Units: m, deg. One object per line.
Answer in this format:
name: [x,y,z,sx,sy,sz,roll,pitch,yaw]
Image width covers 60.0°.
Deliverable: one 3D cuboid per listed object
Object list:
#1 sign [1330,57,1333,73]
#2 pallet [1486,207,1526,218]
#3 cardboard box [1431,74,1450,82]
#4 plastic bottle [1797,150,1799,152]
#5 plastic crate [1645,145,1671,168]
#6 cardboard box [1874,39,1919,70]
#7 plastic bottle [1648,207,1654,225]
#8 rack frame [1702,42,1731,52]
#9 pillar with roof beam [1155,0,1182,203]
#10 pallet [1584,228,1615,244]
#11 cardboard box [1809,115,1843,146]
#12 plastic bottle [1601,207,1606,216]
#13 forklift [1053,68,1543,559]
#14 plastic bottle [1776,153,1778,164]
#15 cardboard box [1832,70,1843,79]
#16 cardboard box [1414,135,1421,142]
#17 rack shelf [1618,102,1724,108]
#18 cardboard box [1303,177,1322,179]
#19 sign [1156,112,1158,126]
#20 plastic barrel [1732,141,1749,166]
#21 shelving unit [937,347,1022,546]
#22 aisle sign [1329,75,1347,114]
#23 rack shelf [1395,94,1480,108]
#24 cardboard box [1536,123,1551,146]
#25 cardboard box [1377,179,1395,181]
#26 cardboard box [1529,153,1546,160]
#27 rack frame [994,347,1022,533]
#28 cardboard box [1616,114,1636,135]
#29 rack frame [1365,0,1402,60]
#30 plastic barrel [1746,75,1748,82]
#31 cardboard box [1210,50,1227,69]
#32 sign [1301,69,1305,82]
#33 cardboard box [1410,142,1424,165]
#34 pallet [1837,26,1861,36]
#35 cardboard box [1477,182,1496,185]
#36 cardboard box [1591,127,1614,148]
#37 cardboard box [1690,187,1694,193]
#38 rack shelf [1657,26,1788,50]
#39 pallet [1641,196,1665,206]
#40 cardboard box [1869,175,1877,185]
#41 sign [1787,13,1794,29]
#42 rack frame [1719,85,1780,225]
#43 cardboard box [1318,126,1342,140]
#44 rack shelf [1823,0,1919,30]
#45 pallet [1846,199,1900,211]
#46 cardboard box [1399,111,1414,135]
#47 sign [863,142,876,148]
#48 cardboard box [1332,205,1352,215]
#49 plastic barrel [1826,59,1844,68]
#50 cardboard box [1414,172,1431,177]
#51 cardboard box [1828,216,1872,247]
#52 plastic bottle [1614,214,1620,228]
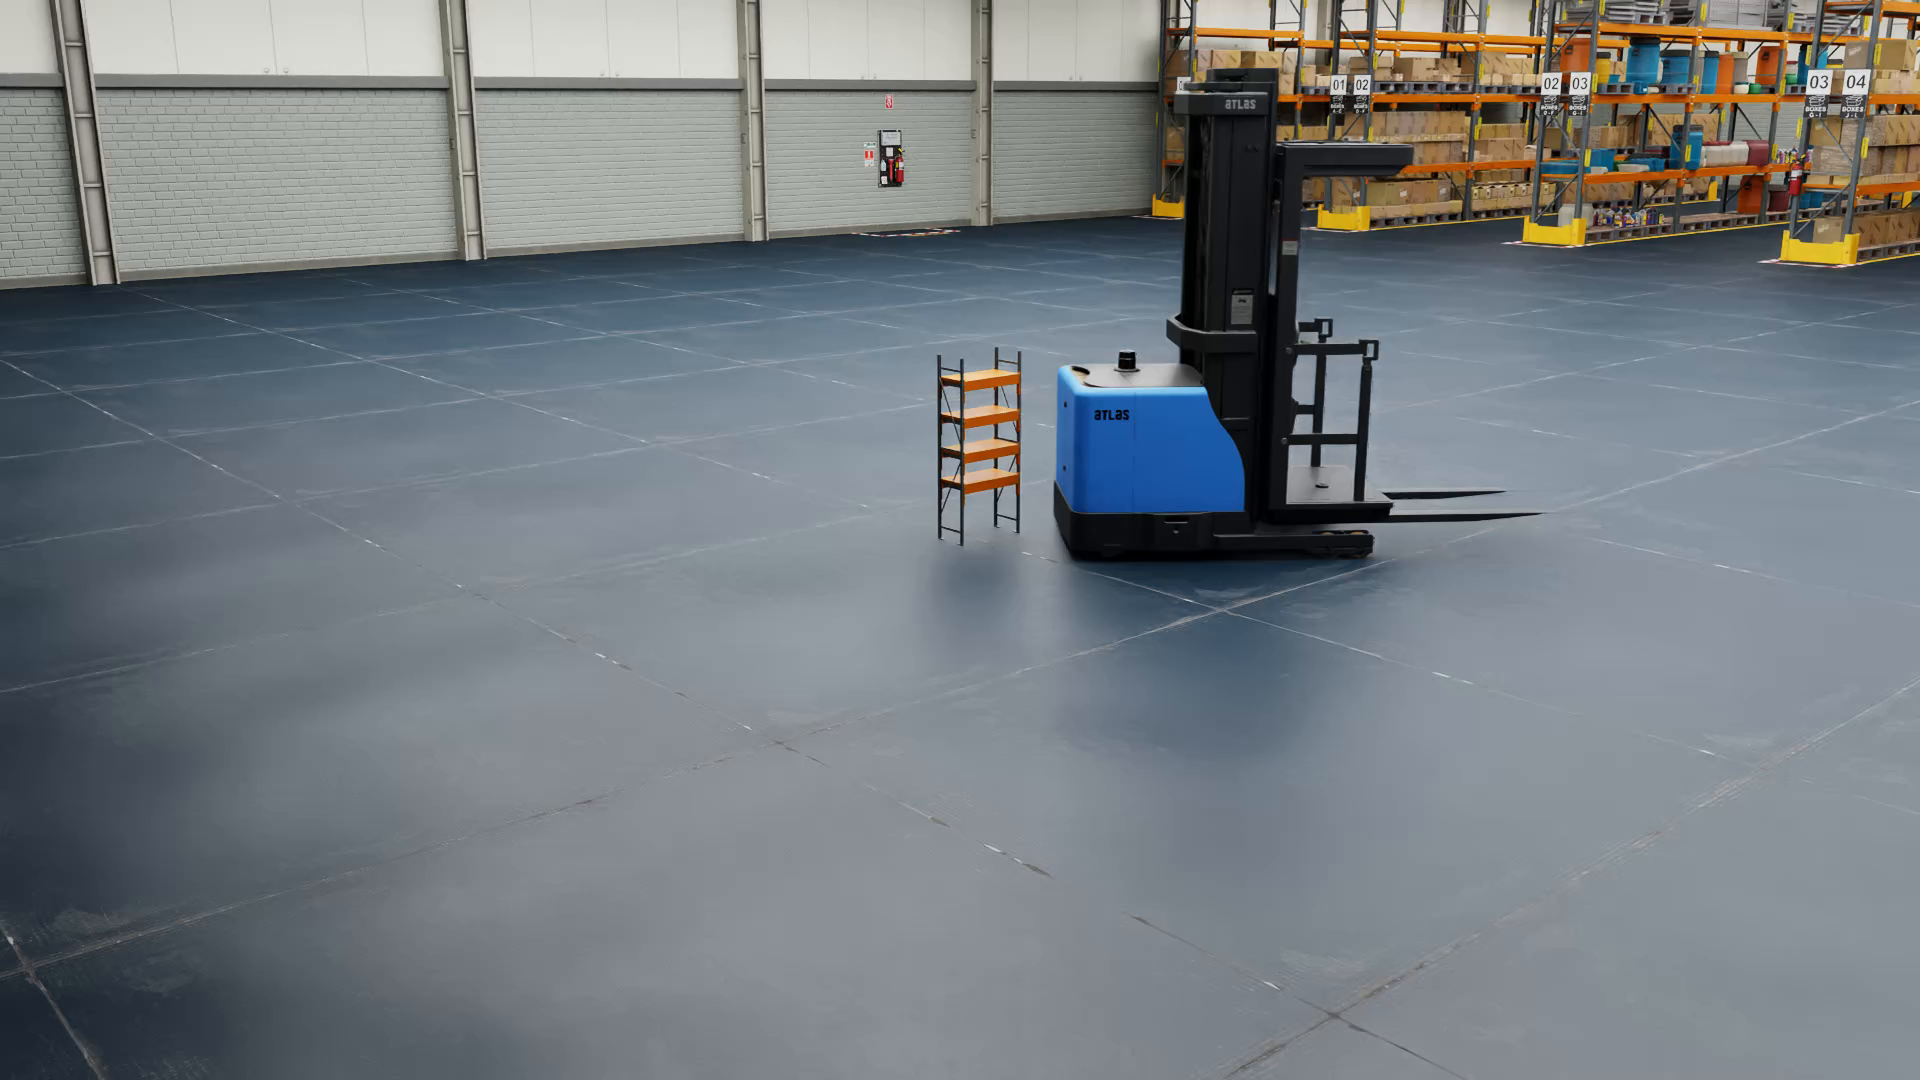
sign: [7.955,-10.136,35.511,0.005,0.325,0.100,-13,19,-39]
pallet: [12.769,-7.860,39.768,1.213,0.211,1.003,-13,19,-39]
cardboard box: [10.588,-10.208,36.743,0.250,0.149,0.380,-13,19,-39]
plastic bottle: [19.169,-8.765,37.993,0.135,0.276,0.152,-13,19,-39]
plastic crate: [14.731,-8.075,35.044,0.583,0.464,0.402,-13,19,-39]
cardboard box: [16.098,-8.342,28.617,0.500,0.500,0.500,-13,20,-40]
plastic bottle: [14.126,-6.637,34.067,0.185,0.351,0.144,-14,20,-42]
rack frame: [20.371,-13.799,44.971,0.127,3.000,1.000,-13,19,-39]
pillar with roof beam: [7.832,-11.501,36.368,0.400,9.000,9.100,-13,19,-39]
pallet: [12.192,-6.036,32.939,1.213,0.211,1.003,-13,19,-39]
cardboard box: [15.053,-7.077,28.724,0.500,0.500,0.500,-13,19,-39]
plastic bottle: [13.223,-6.675,34.208,0.185,0.351,0.144,-13,20,-40]
forklift: [2.163,-1.433,10.436,3.031,2.935,1.130,-1,15,-4]
plastic bottle: [18.229,-8.543,37.168,0.097,0.271,0.097,0,15,0]
cardboard box: [14.805,-7.938,28.360,0.250,0.149,0.380,-13,19,-39]
cardboard box: [9.898,-8.836,36.567,0.250,0.149,0.380,-12,19,-39]
rack shelf: [18.862,-11.663,44.182,4.000,0.370,1.077,-13,19,-39]
cardboard box: [8.938,-9.401,42.672,0.500,0.250,0.500,-13,20,-41]
sign: [4.697,-9.977,39.433,0.005,0.325,0.100,-13,19,-39]
plastic barrel: [16.949,-8.418,36.236,0.421,0.512,0.421,0,15,0]
shelving unit: [0.125,-0.608,10.700,0.503,1.200,0.258,-13,19,-39]
aisle sign: [8.058,-9.492,35.435,0.004,0.787,0.394,-13,19,-39]
rack shelf: [12.590,-11.949,45.254,4.000,0.370,1.077,-13,19,-39]
cardboard box: [16.738,-11.921,48.984,0.700,0.700,0.980,-12,19,-37]
cardboard box: [9.633,-7.832,37.320,0.500,0.500,0.500,-13,19,-39]
cardboard box: [13.839,-9.217,39.932,0.250,0.149,0.380,-13,19,-39]
rack frame: [0.309,-0.649,10.855,0.015,1.200,0.240,-13,19,-39]
cardboard box: [17.565,-10.890,43.576,0.500,0.500,0.500,-13,19,-39]
rack frame: [11.081,-13.407,43.505,0.127,3.000,1.000,-13,19,-39]
plastic barrel: [17.149,-10.090,36.684,0.421,0.512,0.421,0,15,0]
cardboard box: [5.908,-11.237,39.023,0.500,0.500,0.500,-13,20,-40]
sign: [8.426,-11.426,40.898,0.005,0.325,0.100,-13,19,-39]
cardboard box: [9.827,-8.577,36.855,0.500,0.500,0.700,-12,19,-38]
pallet: [19.998,-11.725,38.350,1.213,0.211,1.003,-13,19,-39]
cardboard box: [12.583,-8.395,39.794,0.500,0.311,0.500,-13,20,-40]
cardboard box: [16.061,-10.162,41.976,0.700,0.500,0.500,10,18,33]
cardboard box: [19.758,-9.553,45.338,0.250,0.166,0.380,-13,19,-39]
rack shelf: [16.076,-10.599,35.161,4.000,0.370,1.077,-13,19,-39]
pallet: [17.872,-8.991,44.003,1.213,0.211,1.003,-13,19,-39]
cardboard box: [15.572,-6.219,28.707,0.250,0.149,0.380,-13,19,-39]
sign: [17.951,-11.217,35.930,0.005,0.325,0.100,-13,19,-39]
rack frame: [17.584,-8.580,37.059,0.127,3.000,1.000,-13,19,-39]
cardboard box: [9.372,-10.382,42.760,0.500,0.500,0.700,-10,18,-32]
rack shelf: [16.310,-9.149,28.963,4.000,0.370,1.077,-13,19,-39]
pallet: [22.972,-8.456,41.998,1.213,0.211,1.003,-13,19,-39]
cardboard box: [9.474,-9.126,36.396,0.500,0.500,0.700,-13,19,-39]
sign: [-1.885,-8.212,34.583,0.331,0.109,0.001,-13,19,-39]
cardboard box: [8.511,-7.213,36.454,0.500,0.250,0.500,-13,19,-39]
plastic barrel: [20.047,-10.807,38.403,0.600,0.588,0.600,0,15,0]
cardboard box: [12.387,-9.919,45.424,0.750,0.750,0.750,-13,20,-40]
cardboard box: [15.711,-5.466,29.432,0.500,0.500,0.500,-7,17,-25]
plastic bottle: [13.122,-6.366,33.203,0.097,0.271,0.097,0,15,0]
